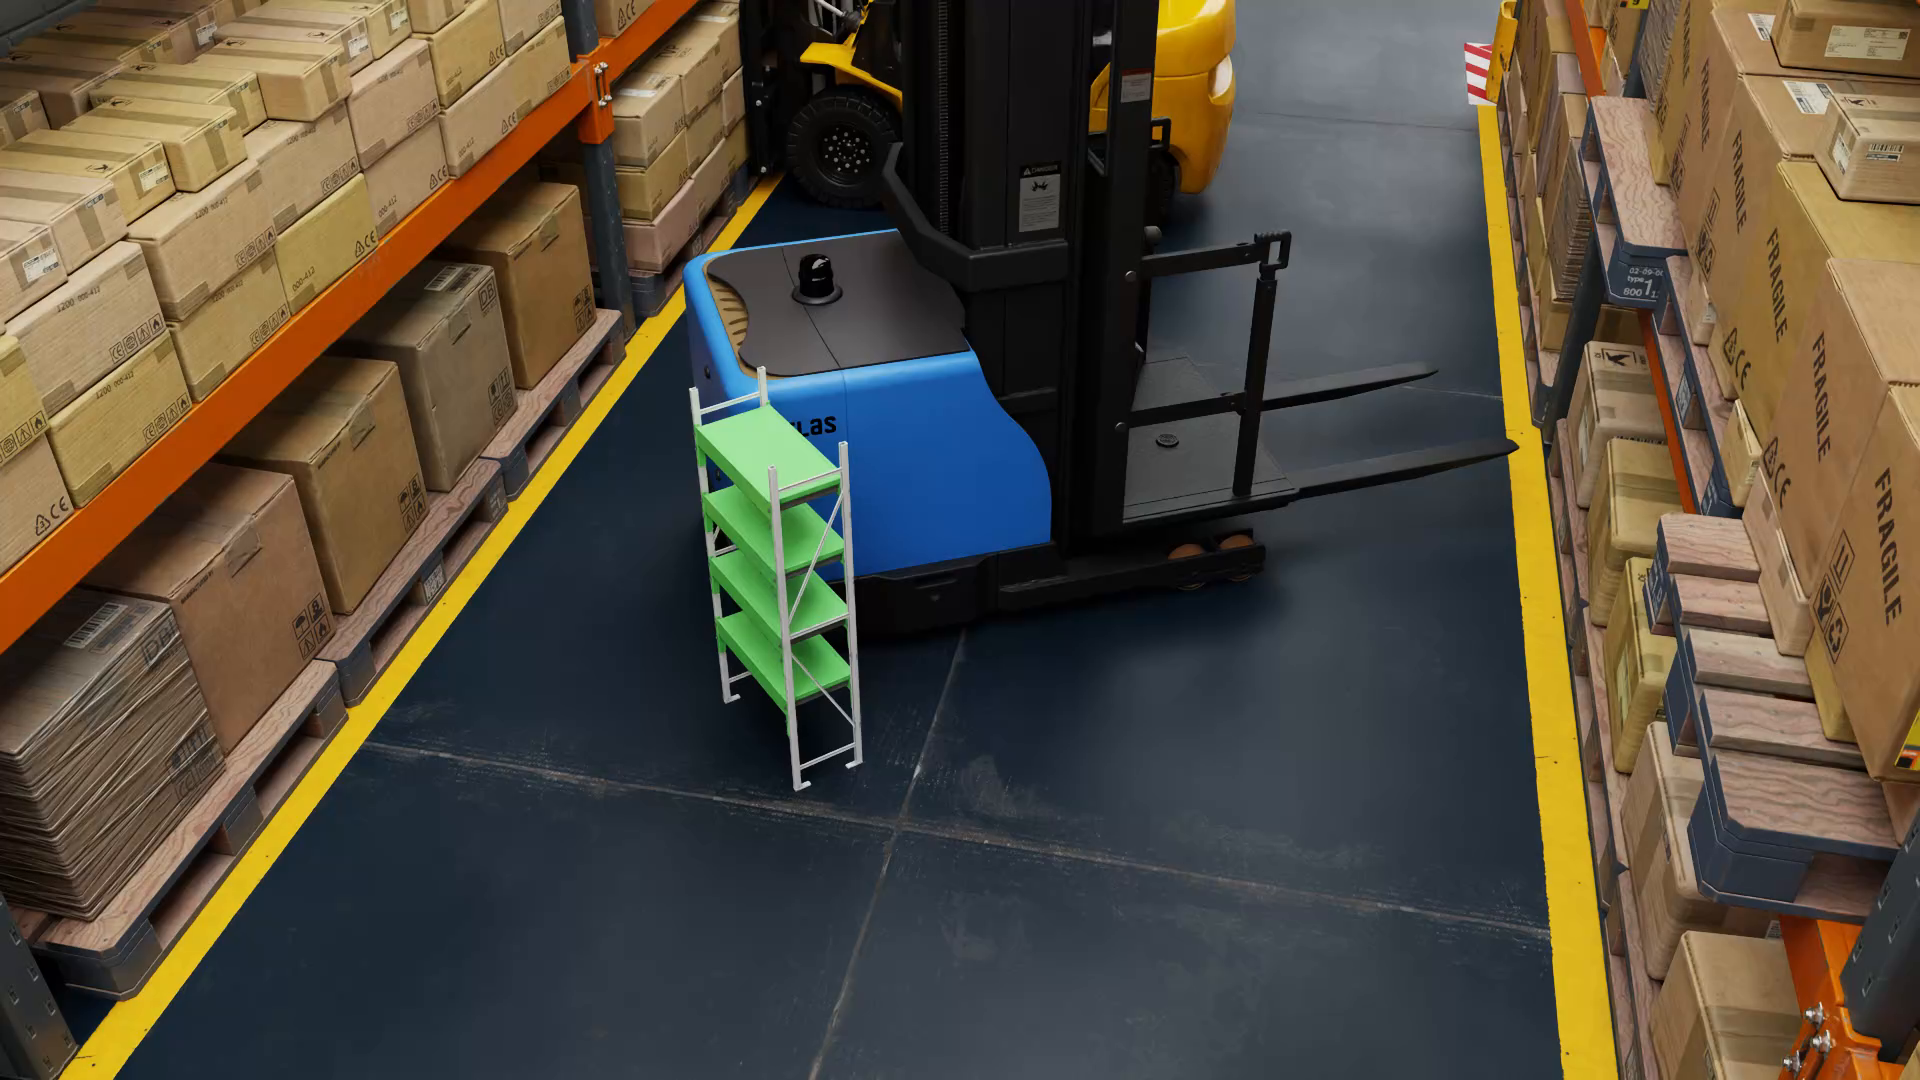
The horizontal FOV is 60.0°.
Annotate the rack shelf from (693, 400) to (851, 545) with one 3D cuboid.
[{"bbox_3d":[-0.546,-0.202,4.798,0.258,0.148,0.480,-21,41,-26],"label":"rack shelf"}]

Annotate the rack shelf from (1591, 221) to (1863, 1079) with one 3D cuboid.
[{"bbox_3d":[2.452,-0.132,4.489,1.077,0.370,4.000,7,37,10],"label":"rack shelf"}]

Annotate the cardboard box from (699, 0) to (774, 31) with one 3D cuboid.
[{"bbox_3d":[-1.227,-2.768,8.646,0.500,0.250,0.500,7,36,9],"label":"cardboard box"}]

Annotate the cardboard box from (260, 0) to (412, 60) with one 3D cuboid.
[{"bbox_3d":[-2.012,-1.675,5.368,0.380,0.149,0.250,6,36,9],"label":"cardboard box"}]

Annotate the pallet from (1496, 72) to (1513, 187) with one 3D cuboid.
[{"bbox_3d":[3.509,-2.229,9.145,1.003,0.211,1.213,7,37,10],"label":"pallet"}]

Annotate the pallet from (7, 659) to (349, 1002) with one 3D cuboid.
[{"bbox_3d":[-2.611,0.766,5.014,1.003,0.211,1.213,7,37,10],"label":"pallet"}]

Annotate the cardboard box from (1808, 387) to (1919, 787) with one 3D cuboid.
[{"bbox_3d":[1.850,0.097,2.863,0.500,0.500,0.500,6,36,9],"label":"cardboard box"}]

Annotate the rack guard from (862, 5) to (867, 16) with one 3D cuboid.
[{"bbox_3d":[-1.111,-3.484,10.632,1.175,0.500,0.348,7,37,10],"label":"rack guard"}]

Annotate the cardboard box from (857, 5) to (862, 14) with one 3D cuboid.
[{"bbox_3d":[-0.908,-3.231,10.136,0.500,0.250,0.500,8,37,10],"label":"cardboard box"}]

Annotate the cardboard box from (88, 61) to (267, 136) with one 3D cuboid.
[{"bbox_3d":[-2.243,-1.248,4.778,0.380,0.149,0.250,7,37,10],"label":"cardboard box"}]

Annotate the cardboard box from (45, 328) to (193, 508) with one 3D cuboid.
[{"bbox_3d":[-2.379,-0.347,4.301,0.500,0.250,0.500,7,36,9],"label":"cardboard box"}]

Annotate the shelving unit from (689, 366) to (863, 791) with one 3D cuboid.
[{"bbox_3d":[-0.546,0.135,5.042,0.258,1.200,0.503,-21,41,-26],"label":"shelving unit"}]

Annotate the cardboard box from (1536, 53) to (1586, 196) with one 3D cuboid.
[{"bbox_3d":[2.958,-1.887,7.644,0.500,0.500,0.500,9,37,12],"label":"cardboard box"}]

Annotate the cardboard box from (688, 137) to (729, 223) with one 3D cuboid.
[{"bbox_3d":[-1.450,-1.775,8.128,0.500,0.250,0.500,7,36,9],"label":"cardboard box"}]

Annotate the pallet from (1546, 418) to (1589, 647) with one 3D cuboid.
[{"bbox_3d":[2.714,0.006,6.062,1.003,0.211,1.213,7,37,10],"label":"pallet"}]

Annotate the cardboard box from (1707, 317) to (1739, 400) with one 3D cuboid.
[{"bbox_3d":[2.119,-0.460,4.185,0.380,0.149,0.250,6,36,8],"label":"cardboard box"}]

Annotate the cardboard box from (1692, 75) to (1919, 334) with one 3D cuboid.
[{"bbox_3d":[2.174,-0.803,4.105,0.500,0.500,0.500,6,36,8],"label":"cardboard box"}]

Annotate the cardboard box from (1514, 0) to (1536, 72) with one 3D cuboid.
[{"bbox_3d":[3.287,-2.782,8.878,0.500,0.500,0.500,6,36,8],"label":"cardboard box"}]

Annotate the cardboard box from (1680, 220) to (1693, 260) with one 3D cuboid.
[{"bbox_3d":[2.309,-0.904,4.798,0.380,0.149,0.250,8,37,11],"label":"cardboard box"}]

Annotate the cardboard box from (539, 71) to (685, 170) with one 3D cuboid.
[{"bbox_3d":[-1.561,-1.889,7.434,0.500,0.250,0.500,7,36,9],"label":"cardboard box"}]

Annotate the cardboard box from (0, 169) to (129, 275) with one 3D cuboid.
[{"bbox_3d":[-2.340,-0.801,4.161,0.380,0.149,0.250,8,37,10],"label":"cardboard box"}]

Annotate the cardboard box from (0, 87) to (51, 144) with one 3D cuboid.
[{"bbox_3d":[-2.804,-1.159,4.656,0.380,0.149,0.250,7,36,9],"label":"cardboard box"}]

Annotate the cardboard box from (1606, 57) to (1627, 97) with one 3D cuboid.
[{"bbox_3d":[2.650,-1.690,6.240,0.380,0.149,0.250,7,37,9],"label":"cardboard box"}]

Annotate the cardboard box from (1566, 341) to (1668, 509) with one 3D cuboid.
[{"bbox_3d":[2.770,-0.375,6.092,0.950,0.372,0.625,8,37,11],"label":"cardboard box"}]

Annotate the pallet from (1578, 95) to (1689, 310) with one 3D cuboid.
[{"bbox_3d":[2.574,-1.072,5.336,1.003,0.211,1.213,7,37,10],"label":"pallet"}]

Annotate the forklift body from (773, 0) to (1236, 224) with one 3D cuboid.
[{"bbox_3d":[0.261,-2.823,8.313,2.313,2.155,1.214,7,37,10],"label":"forklift body"}]

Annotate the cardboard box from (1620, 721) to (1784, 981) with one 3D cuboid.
[{"bbox_3d":[2.305,0.871,4.374,0.950,0.372,0.625,7,36,9],"label":"cardboard box"}]

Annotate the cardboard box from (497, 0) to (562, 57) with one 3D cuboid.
[{"bbox_3d":[-1.826,-2.018,6.180,0.500,0.250,0.500,7,36,9],"label":"cardboard box"}]

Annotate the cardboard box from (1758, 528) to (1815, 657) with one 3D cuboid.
[{"bbox_3d":[1.862,0.125,3.378,0.380,0.149,0.250,7,37,10],"label":"cardboard box"}]

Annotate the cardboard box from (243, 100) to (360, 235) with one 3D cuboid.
[{"bbox_3d":[-2.170,-1.143,4.972,0.500,0.250,0.500,8,37,11],"label":"cardboard box"}]

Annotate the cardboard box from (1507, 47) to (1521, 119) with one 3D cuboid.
[{"bbox_3d":[3.291,-2.492,9.117,0.500,0.250,0.500,7,37,10],"label":"cardboard box"}]

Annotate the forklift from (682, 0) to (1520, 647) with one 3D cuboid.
[{"bbox_3d":[0.597,-1.292,5.535,3.031,2.935,1.130,-10,37,-13],"label":"forklift"}]

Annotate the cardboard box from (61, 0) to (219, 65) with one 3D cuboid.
[{"bbox_3d":[-2.579,-1.594,5.255,0.380,0.149,0.250,7,37,10],"label":"cardboard box"}]

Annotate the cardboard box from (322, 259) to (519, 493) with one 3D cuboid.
[{"bbox_3d":[-2.244,-0.654,6.262,0.875,0.625,0.625,7,37,9],"label":"cardboard box"}]

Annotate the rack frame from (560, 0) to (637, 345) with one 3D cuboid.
[{"bbox_3d":[-1.971,-2.190,6.715,1.000,3.000,0.127,7,37,10],"label":"rack frame"}]

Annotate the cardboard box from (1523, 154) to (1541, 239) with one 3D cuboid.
[{"bbox_3d":[2.960,-1.596,7.882,0.500,0.250,0.500,8,37,11],"label":"cardboard box"}]

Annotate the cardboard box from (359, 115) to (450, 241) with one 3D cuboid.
[{"bbox_3d":[-2.061,-1.237,5.529,0.500,0.250,0.500,8,37,10],"label":"cardboard box"}]

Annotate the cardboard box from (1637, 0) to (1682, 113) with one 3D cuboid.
[{"bbox_3d":[2.499,-1.668,5.298,0.500,0.500,0.500,8,37,11],"label":"cardboard box"}]

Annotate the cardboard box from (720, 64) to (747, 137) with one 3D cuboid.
[{"bbox_3d":[-1.341,-2.263,8.376,0.500,0.250,0.500,7,37,10],"label":"cardboard box"}]

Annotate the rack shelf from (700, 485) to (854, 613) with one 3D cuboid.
[{"bbox_3d":[-0.546,-0.008,4.939,0.258,0.148,0.480,-21,41,-26],"label":"rack shelf"}]

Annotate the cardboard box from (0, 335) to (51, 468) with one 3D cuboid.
[{"bbox_3d":[-2.467,-0.259,3.753,0.500,0.250,0.500,7,37,10],"label":"cardboard box"}]

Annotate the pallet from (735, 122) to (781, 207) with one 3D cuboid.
[{"bbox_3d":[-1.501,-2.213,9.123,1.003,0.211,1.213,7,37,10],"label":"pallet"}]

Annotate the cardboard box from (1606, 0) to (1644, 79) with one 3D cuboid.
[{"bbox_3d":[2.731,-2.016,6.137,0.500,0.500,0.500,6,36,9],"label":"cardboard box"}]

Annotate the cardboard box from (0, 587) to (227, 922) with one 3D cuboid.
[{"bbox_3d":[-2.678,0.539,4.616,0.875,0.625,0.625,8,37,11],"label":"cardboard box"}]

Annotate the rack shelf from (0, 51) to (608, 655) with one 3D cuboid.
[{"bbox_3d":[-2.398,-0.752,5.344,1.077,0.370,4.000,7,37,10],"label":"rack shelf"}]
